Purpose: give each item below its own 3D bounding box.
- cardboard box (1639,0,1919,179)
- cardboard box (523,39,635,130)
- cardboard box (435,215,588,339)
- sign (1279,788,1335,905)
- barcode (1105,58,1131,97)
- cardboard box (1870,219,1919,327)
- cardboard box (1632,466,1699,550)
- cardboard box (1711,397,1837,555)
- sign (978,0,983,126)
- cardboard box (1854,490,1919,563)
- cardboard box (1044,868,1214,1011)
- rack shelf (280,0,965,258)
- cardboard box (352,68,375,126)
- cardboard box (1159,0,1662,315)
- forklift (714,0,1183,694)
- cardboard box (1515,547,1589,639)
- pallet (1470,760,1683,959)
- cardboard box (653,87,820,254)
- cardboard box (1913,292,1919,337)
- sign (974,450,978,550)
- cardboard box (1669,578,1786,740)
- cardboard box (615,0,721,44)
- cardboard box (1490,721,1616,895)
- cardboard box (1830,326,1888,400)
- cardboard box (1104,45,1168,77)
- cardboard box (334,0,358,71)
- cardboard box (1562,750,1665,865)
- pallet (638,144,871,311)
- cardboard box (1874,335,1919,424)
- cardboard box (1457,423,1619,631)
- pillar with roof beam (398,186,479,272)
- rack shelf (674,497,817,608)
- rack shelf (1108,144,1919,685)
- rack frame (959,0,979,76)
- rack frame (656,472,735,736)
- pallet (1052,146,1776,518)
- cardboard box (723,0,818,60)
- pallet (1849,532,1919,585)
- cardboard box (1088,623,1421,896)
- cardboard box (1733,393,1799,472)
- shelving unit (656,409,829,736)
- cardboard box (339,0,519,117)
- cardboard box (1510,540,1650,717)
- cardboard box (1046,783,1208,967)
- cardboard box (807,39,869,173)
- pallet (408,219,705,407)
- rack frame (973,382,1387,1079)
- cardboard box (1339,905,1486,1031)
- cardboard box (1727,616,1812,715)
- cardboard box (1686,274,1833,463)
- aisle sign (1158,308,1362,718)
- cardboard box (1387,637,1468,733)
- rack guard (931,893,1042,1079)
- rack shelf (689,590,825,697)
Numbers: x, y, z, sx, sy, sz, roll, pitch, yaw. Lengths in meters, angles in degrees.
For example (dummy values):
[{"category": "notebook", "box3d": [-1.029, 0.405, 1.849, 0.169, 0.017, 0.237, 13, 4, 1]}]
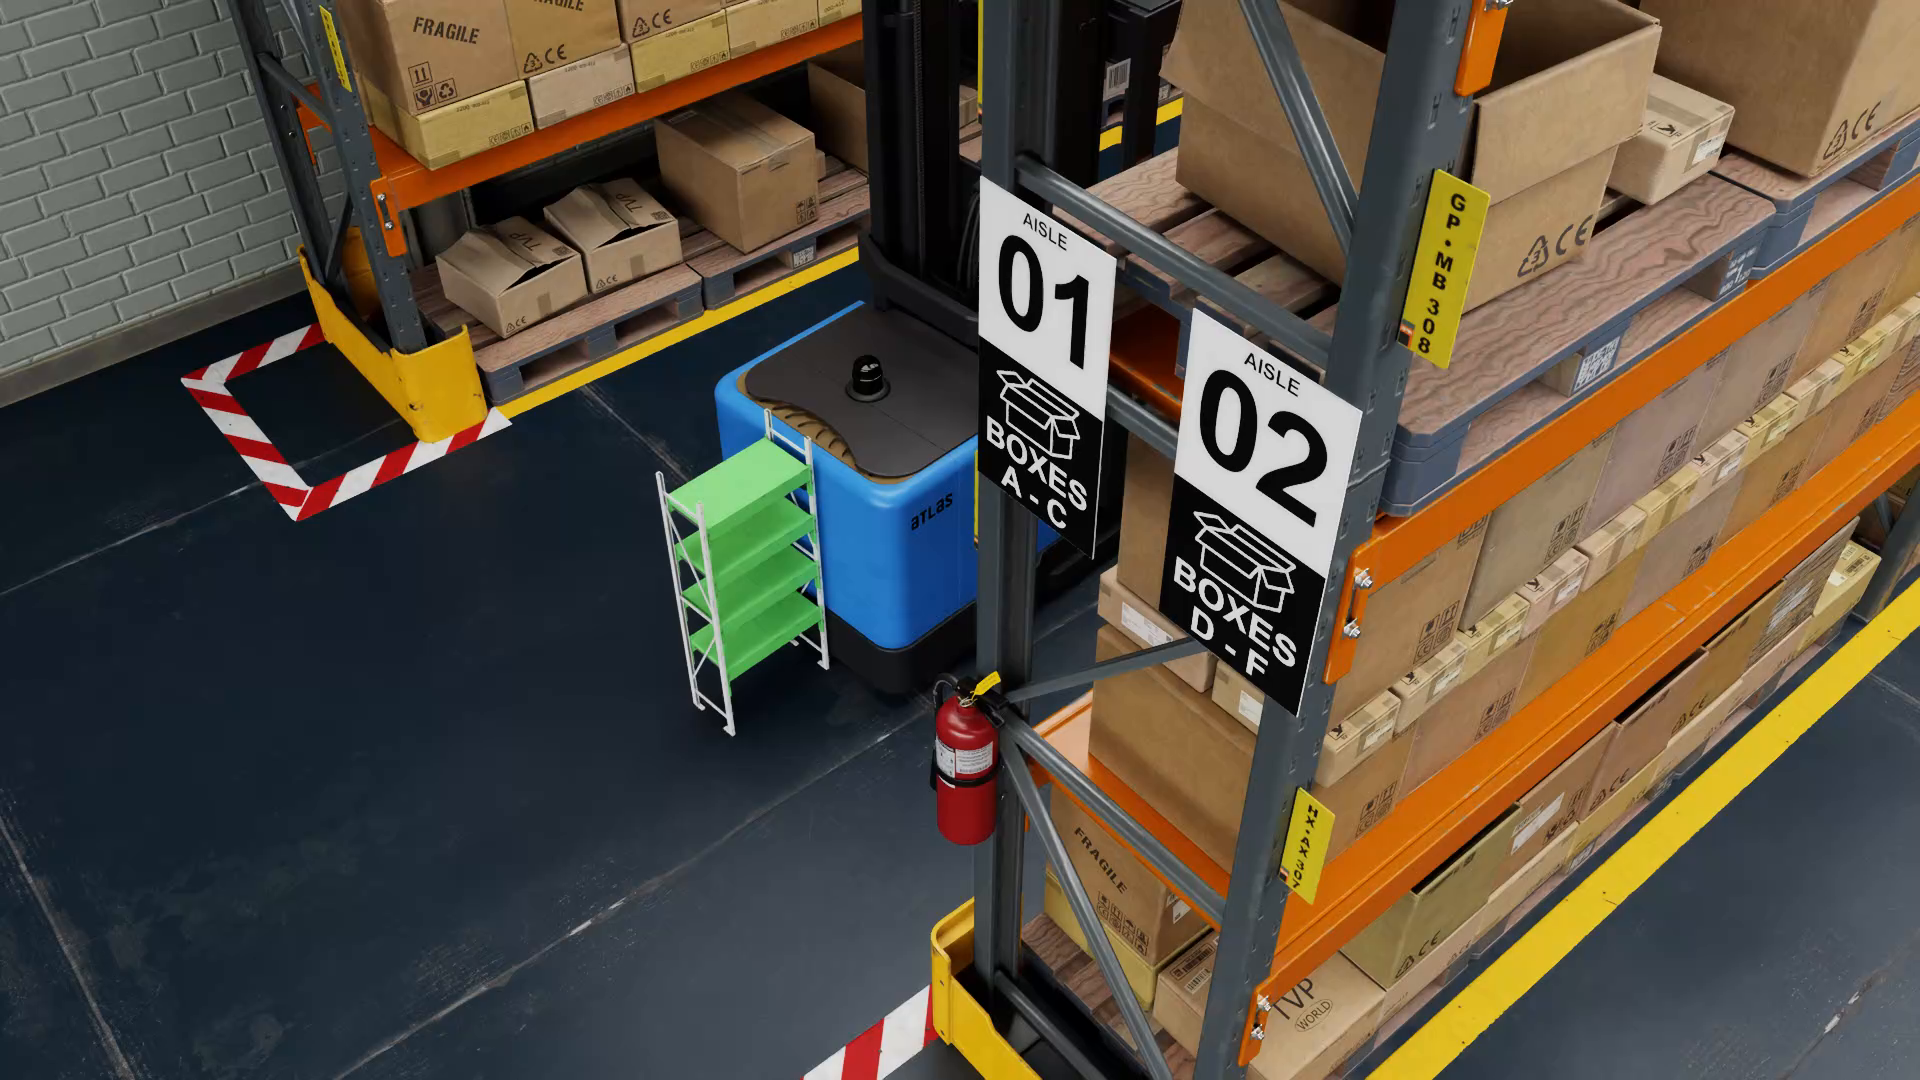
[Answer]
[{"category": "cardboard box", "box3d": [1.857, -1.195, 3.658, 0.500, 0.500, 0.500, -30, 51, -28]}, {"category": "cardboard box", "box3d": [-1.806, -2.110, 7.401, 0.500, 0.250, 0.500, -31, 52, -29]}, {"category": "cardboard box", "box3d": [-2.185, -1.311, 8.098, 0.500, 0.311, 0.500, 33, 52, 30]}, {"category": "sign", "box3d": [0.759, 0.675, 3.650, 0.005, 0.325, 0.100, -30, 51, -28]}, {"category": "barcode", "box3d": [0.330, -0.965, 3.472, 0.075, 0.075, 0.001, -30, 51, -28]}, {"category": "cardboard box", "box3d": [2.753, -1.120, 5.231, 0.500, 0.500, 0.700, -30, 51, -28]}, {"category": "cardboard box", "box3d": [1.833, -0.174, 4.697, 0.250, 0.149, 0.380, -30, 51, -28]}, {"category": "cardboard box", "box3d": [2.352, -0.416, 5.429, 0.500, 0.500, 0.700, -29, 50, -27]}, {"category": "sign", "box3d": [0.070, -0.953, 3.294, 0.005, 0.325, 0.100, -30, 51, -28]}, {"category": "cardboard box", "box3d": [3.944, -0.229, 7.005, 0.500, 0.250, 0.500, -31, 51, -29]}, {"category": "cardboard box", "box3d": [0.629, 1.184, 5.500, 0.500, 0.250, 0.500, -30, 51, -28]}, {"category": "rack shelf", "box3d": [-1.239, -2.491, 8.236, 4.000, 0.370, 1.077, -30, 51, -28]}, {"category": "cardboard box", "box3d": [-2.539, -2.134, 7.426, 0.500, 0.250, 0.500, -29, 50, -27]}, {"category": "cardboard box", "box3d": [0.851, -0.860, 3.299, 0.637, 0.503, 0.797, -26, 49, -25]}, {"category": "forklift", "box3d": [0.441, -1.373, 6.571, 1.130, 2.935, 3.031, 34, 53, 31]}, {"category": "cardboard box", "box3d": [1.435, 0.057, 4.451, 0.250, 0.149, 0.380, -31, 51, -28]}, {"category": "pallet", "box3d": [1.903, 0.851, 6.190, 1.213, 0.211, 1.003, -30, 51, -28]}, {"category": "cardboard box", "box3d": [-1.153, -1.926, 8.615, 0.500, 0.500, 0.700, -33, 52, -30]}, {"category": "cardboard box", "box3d": [3.015, -0.849, 5.416, 0.250, 0.149, 0.380, -31, 51, -29]}, {"category": "sign", "box3d": [0.070, -0.074, 4.119, 0.005, 0.325, 0.100, -30, 51, -28]}, {"category": "cardboard box", "box3d": [2.488, 0.298, 5.896, 0.500, 0.500, 0.500, -30, 51, -28]}, {"category": "cardboard box", "box3d": [-1.429, -2.588, 7.361, 0.500, 0.500, 0.500, -31, 52, -29]}, {"category": "cardboard box", "box3d": [1.719, 0.735, 5.430, 0.500, 0.500, 0.500, -30, 51, -28]}, {"category": "cardboard box", "box3d": [2.623, -0.627, 5.179, 0.250, 0.149, 0.380, -30, 51, -28]}, {"category": "cardboard box", "box3d": [0.849, -3.212, 9.984, 0.500, 0.500, 0.700, -28, 50, -27]}, {"category": "cardboard box", "box3d": [-2.548, -2.419, 7.182, 0.500, 0.500, 0.500, -30, 51, -28]}, {"category": "cardboard box", "box3d": [2.113, 0.798, 5.911, 0.500, 0.250, 0.500, -30, 51, -28]}, {"category": "pallet", "box3d": [-1.134, -1.762, 8.972, 1.213, 0.211, 1.003, -30, 51, -28]}, {"category": "cardboard box", "box3d": [3.140, -0.870, 5.912, 0.500, 0.500, 0.700, -31, 51, -29]}, {"category": "cardboard box", "box3d": [1.215, -0.239, 4.293, 0.500, 0.500, 0.700, -31, 51, -29]}, {"category": "pillar with roof beam", "box3d": [-0.029, -2.562, 3.405, 0.400, 9.000, 9.100, -30, 51, -28]}, {"category": "rack shelf", "box3d": [-0.789, 0.014, 6.101, 0.258, 0.148, 0.480, 34, 53, 31]}, {"category": "rack shelf", "box3d": [1.942, -0.984, 4.441, 4.000, 0.370, 1.077, -30, 51, -28]}, {"category": "rack frame", "box3d": [0.295, -3.631, 8.925, 0.127, 3.000, 1.000, -30, 51, -28]}, {"category": "rack frame", "box3d": [-0.961, 0.261, 6.095, 0.240, 1.200, 0.015, 34, 53, 31]}, {"category": "pallet", "box3d": [0.967, -0.633, 3.606, 1.213, 0.211, 1.003, -30, 51, -28]}, {"category": "cardboard box", "box3d": [-1.023, -2.552, 7.871, 0.500, 0.250, 0.500, -29, 51, -28]}, {"category": "pallet", "box3d": [4.016, -0.359, 7.478, 1.213, 0.211, 1.003, -30, 51, -28]}, {"category": "cardboard box", "box3d": [0.774, 0.491, 4.464, 0.500, 0.500, 0.700, -30, 51, -28]}, {"category": "cardboard box", "box3d": [2.228, -0.397, 4.935, 0.250, 0.149, 0.380, -28, 50, -27]}, {"category": "shelving unit", "box3d": [-0.789, 0.143, 6.221, 0.258, 1.200, 0.503, 34, 53, 31]}, {"category": "cardboard box", "box3d": [-2.214, -2.152, 6.898, 0.500, 0.500, 0.500, -30, 51, -28]}, {"category": "cardboard box", "box3d": [1.558, 0.042, 4.941, 0.500, 0.500, 0.700, -29, 51, -28]}, {"category": "cardboard box", "box3d": [0.628, 0.909, 5.245, 0.500, 0.500, 0.500, -30, 51, -28]}, {"category": "cardboard box", "box3d": [-0.476, -2.404, 9.123, 0.500, 0.500, 0.500, -34, 53, -31]}, {"category": "pallet", "box3d": [-2.069, -1.229, 8.405, 1.213, 0.211, 1.003, -30, 51, -28]}, {"category": "rack frame", "box3d": [0.408, 0.725, 4.287, 0.127, 3.000, 1.000, -30, 51, -28]}, {"category": "cardboard box", "box3d": [1.343, 1.234, 5.446, 0.500, 0.250, 0.500, -30, 51, -28]}, {"category": "cardboard box", "box3d": [2.871, 0.350, 6.387, 0.500, 0.250, 0.500, -30, 51, -28]}, {"category": "cardboard box", "box3d": [1.985, -0.681, 4.764, 0.500, 0.500, 0.700, -30, 51, -28]}, {"category": "aisle sign", "box3d": [0.554, -0.033, 3.195, 0.004, 0.787, 0.394, -30, 51, -28]}, {"category": "cardboard box", "box3d": [1.048, 0.276, 4.218, 0.250, 0.149, 0.380, -31, 51, -29]}, {"category": "rack guard", "box3d": [0.389, 1.647, 5.131, 0.348, 0.500, 1.175, -30, 51, -28]}, {"category": "rack shelf", "box3d": [-0.789, 0.364, 6.430, 0.258, 0.148, 0.480, 34, 53, 31]}]
